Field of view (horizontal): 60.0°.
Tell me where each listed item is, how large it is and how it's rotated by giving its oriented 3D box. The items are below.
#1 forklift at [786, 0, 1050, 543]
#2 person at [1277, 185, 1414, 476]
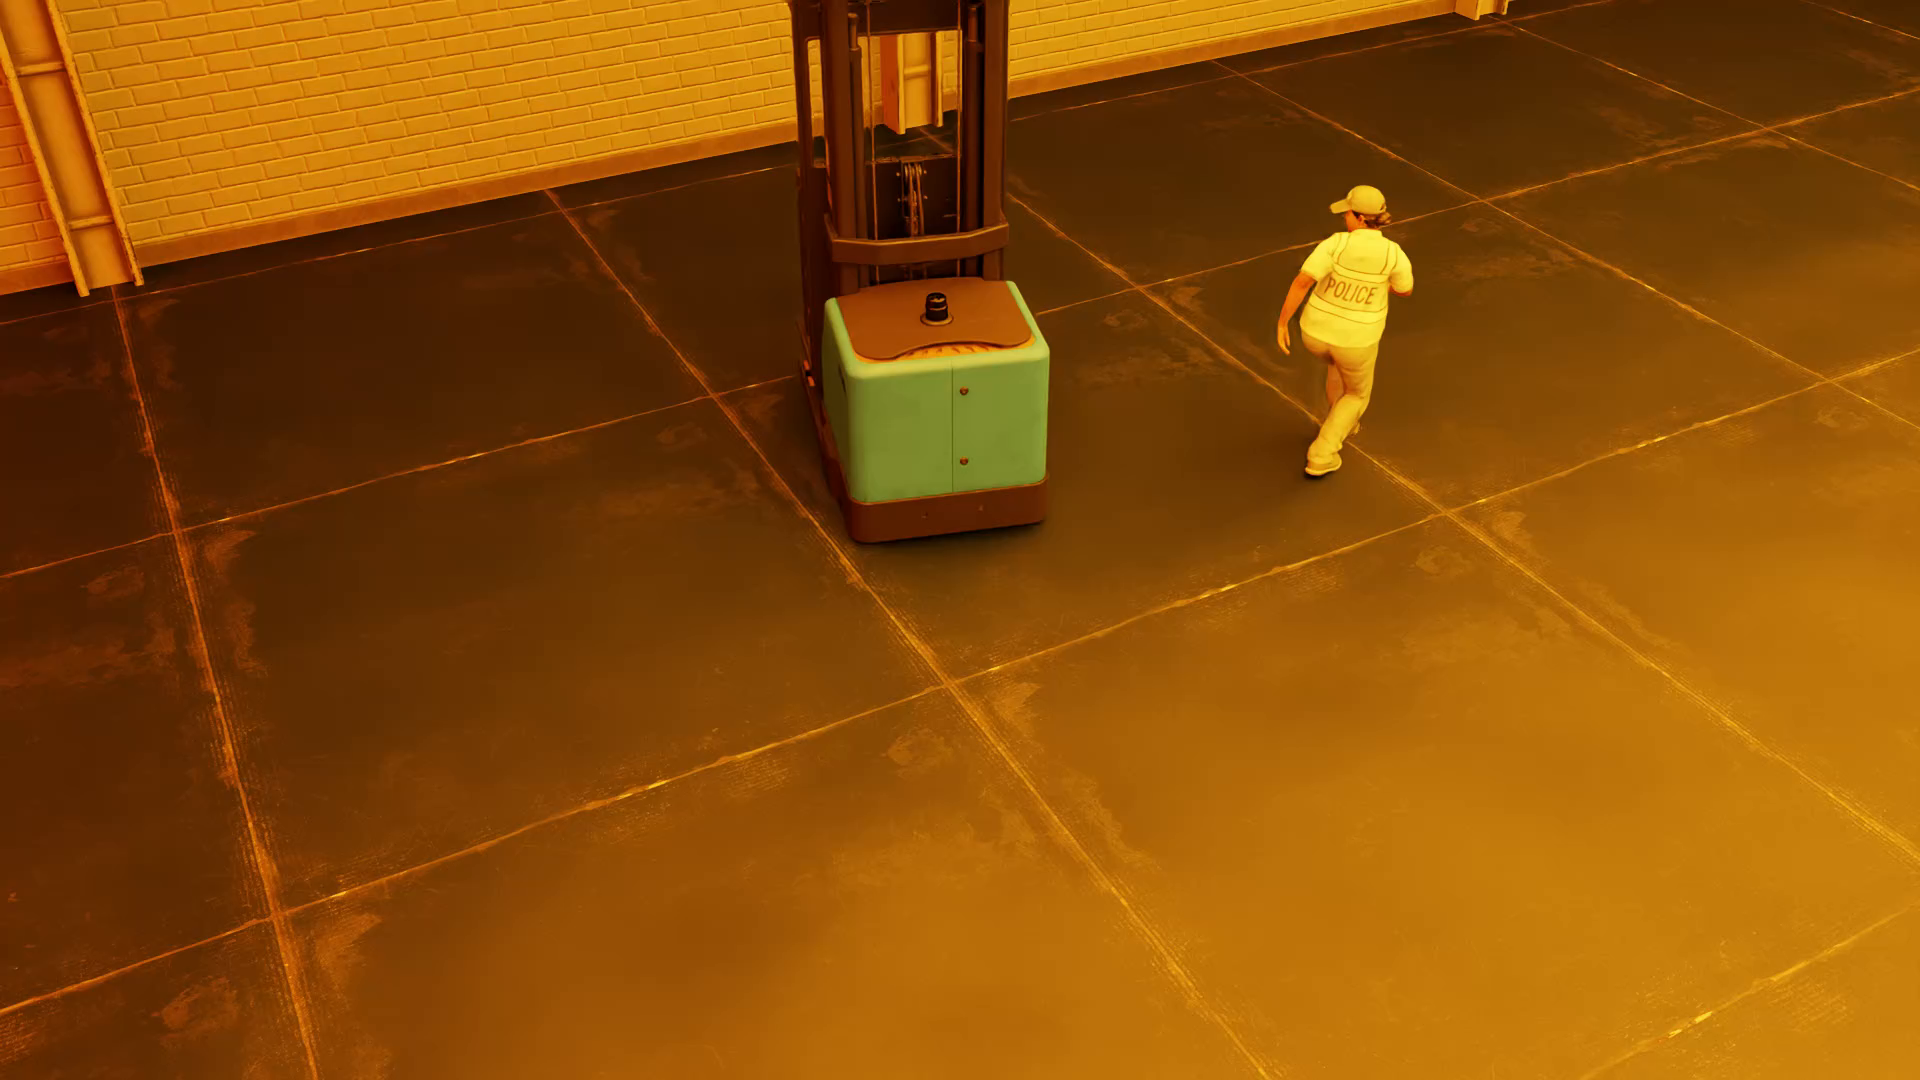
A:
[{"bbox_3d":[-0.349,-2.030,8.995,1.130,2.935,3.031,-7,36,-10],"label":"forklift"},{"bbox_3d":[2.083,-1.110,8.896,0.524,1.647,0.850,23,41,29],"label":"person"}]
